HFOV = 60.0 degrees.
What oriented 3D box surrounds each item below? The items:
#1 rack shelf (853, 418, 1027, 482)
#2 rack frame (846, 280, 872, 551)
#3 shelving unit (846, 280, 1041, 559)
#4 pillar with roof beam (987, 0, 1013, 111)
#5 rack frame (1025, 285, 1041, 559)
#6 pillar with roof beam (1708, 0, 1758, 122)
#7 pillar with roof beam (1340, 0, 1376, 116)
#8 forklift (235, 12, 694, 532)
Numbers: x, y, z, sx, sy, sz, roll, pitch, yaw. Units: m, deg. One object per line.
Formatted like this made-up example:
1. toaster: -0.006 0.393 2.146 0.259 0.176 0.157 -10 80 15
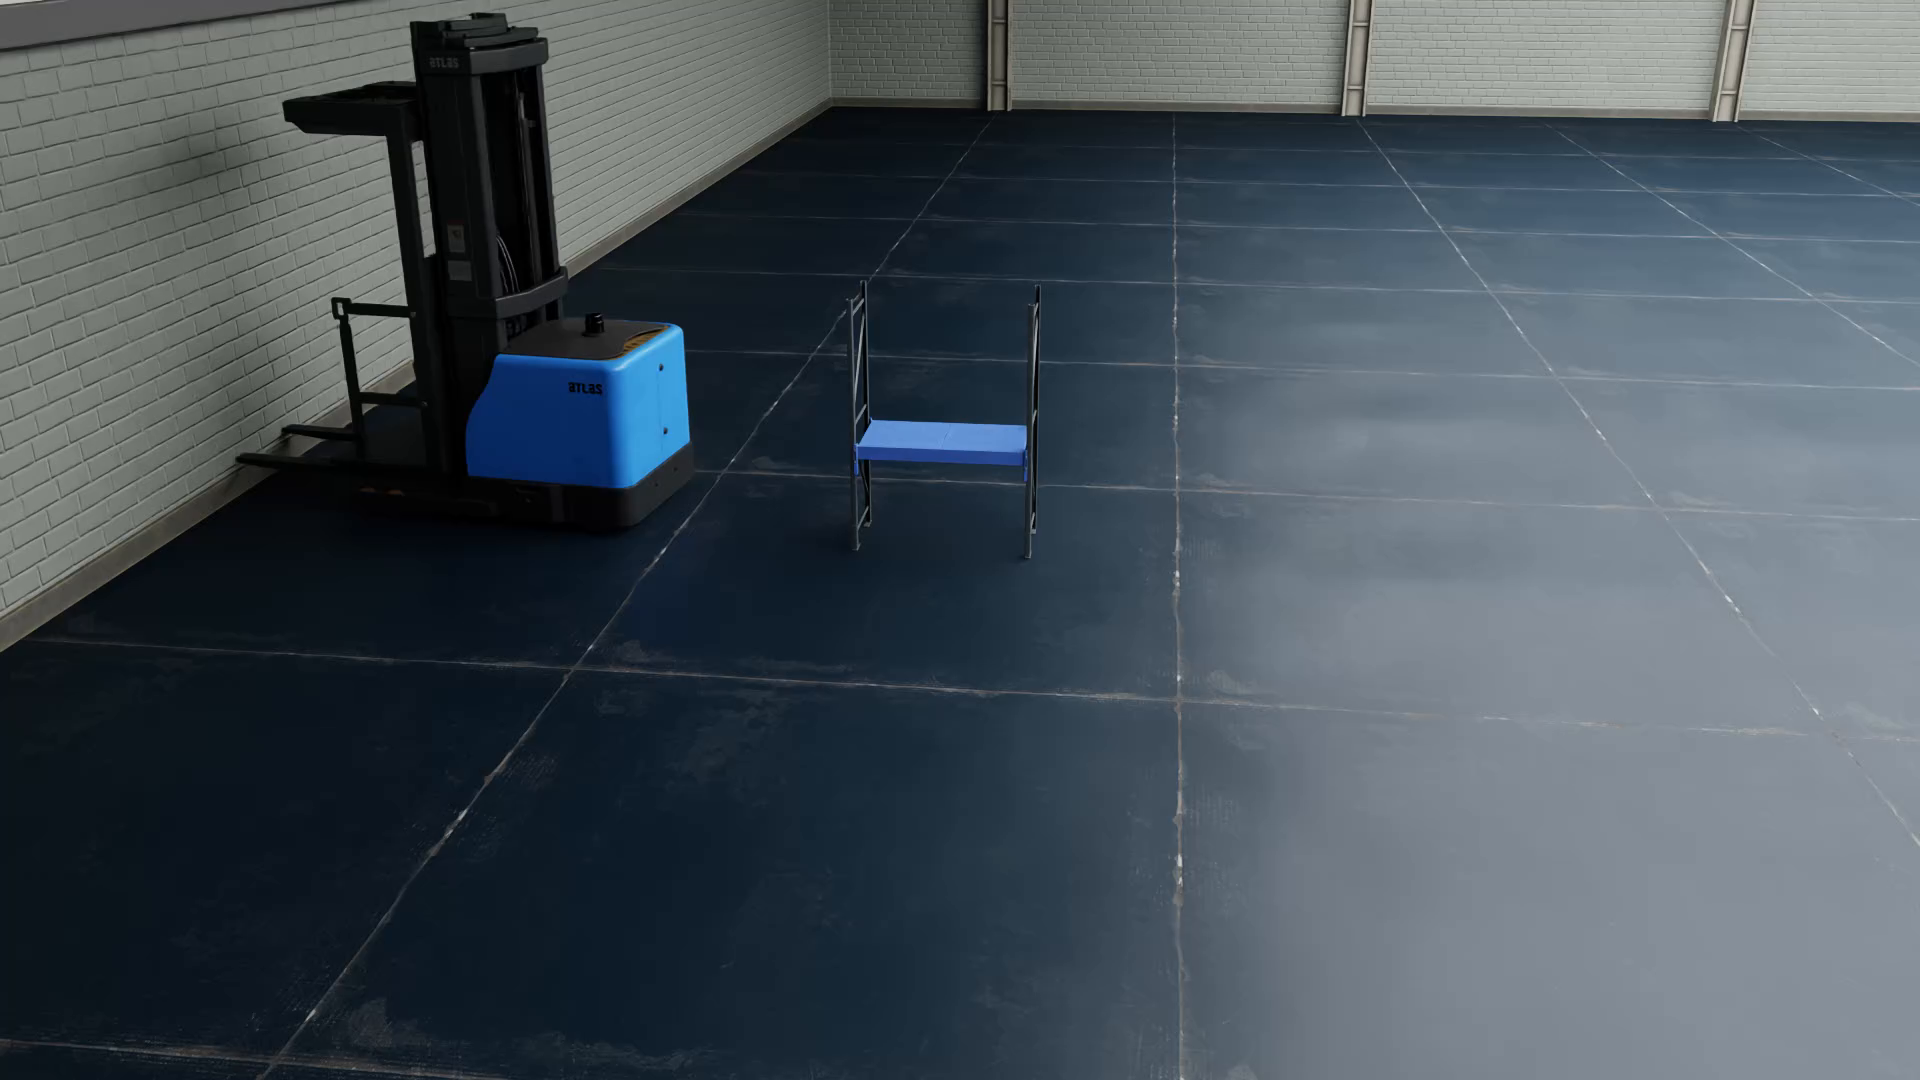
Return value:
1. rack shelf: -0.085 -0.534 9.740 1.000 0.185 0.538 2 22 6
2. rack frame: -0.590 -0.723 9.729 0.032 1.500 0.500 2 22 6
3. shelving unit: -0.085 -0.701 9.673 1.048 1.500 0.538 2 22 6
4. pillar with roof beam: 0.177 -10.068 23.168 0.400 9.000 9.100 2 22 6
5. rack frame: 0.420 -0.679 9.618 0.032 1.500 0.500 2 22 6
6. pillar with roof beam: 12.093 -9.549 21.854 0.400 9.000 9.100 2 22 6
7. pillar with roof beam: 6.135 -9.809 22.511 0.400 9.000 9.100 2 22 6
8. forklift: -3.298 -1.687 10.219 3.031 2.935 1.130 5 22 13
